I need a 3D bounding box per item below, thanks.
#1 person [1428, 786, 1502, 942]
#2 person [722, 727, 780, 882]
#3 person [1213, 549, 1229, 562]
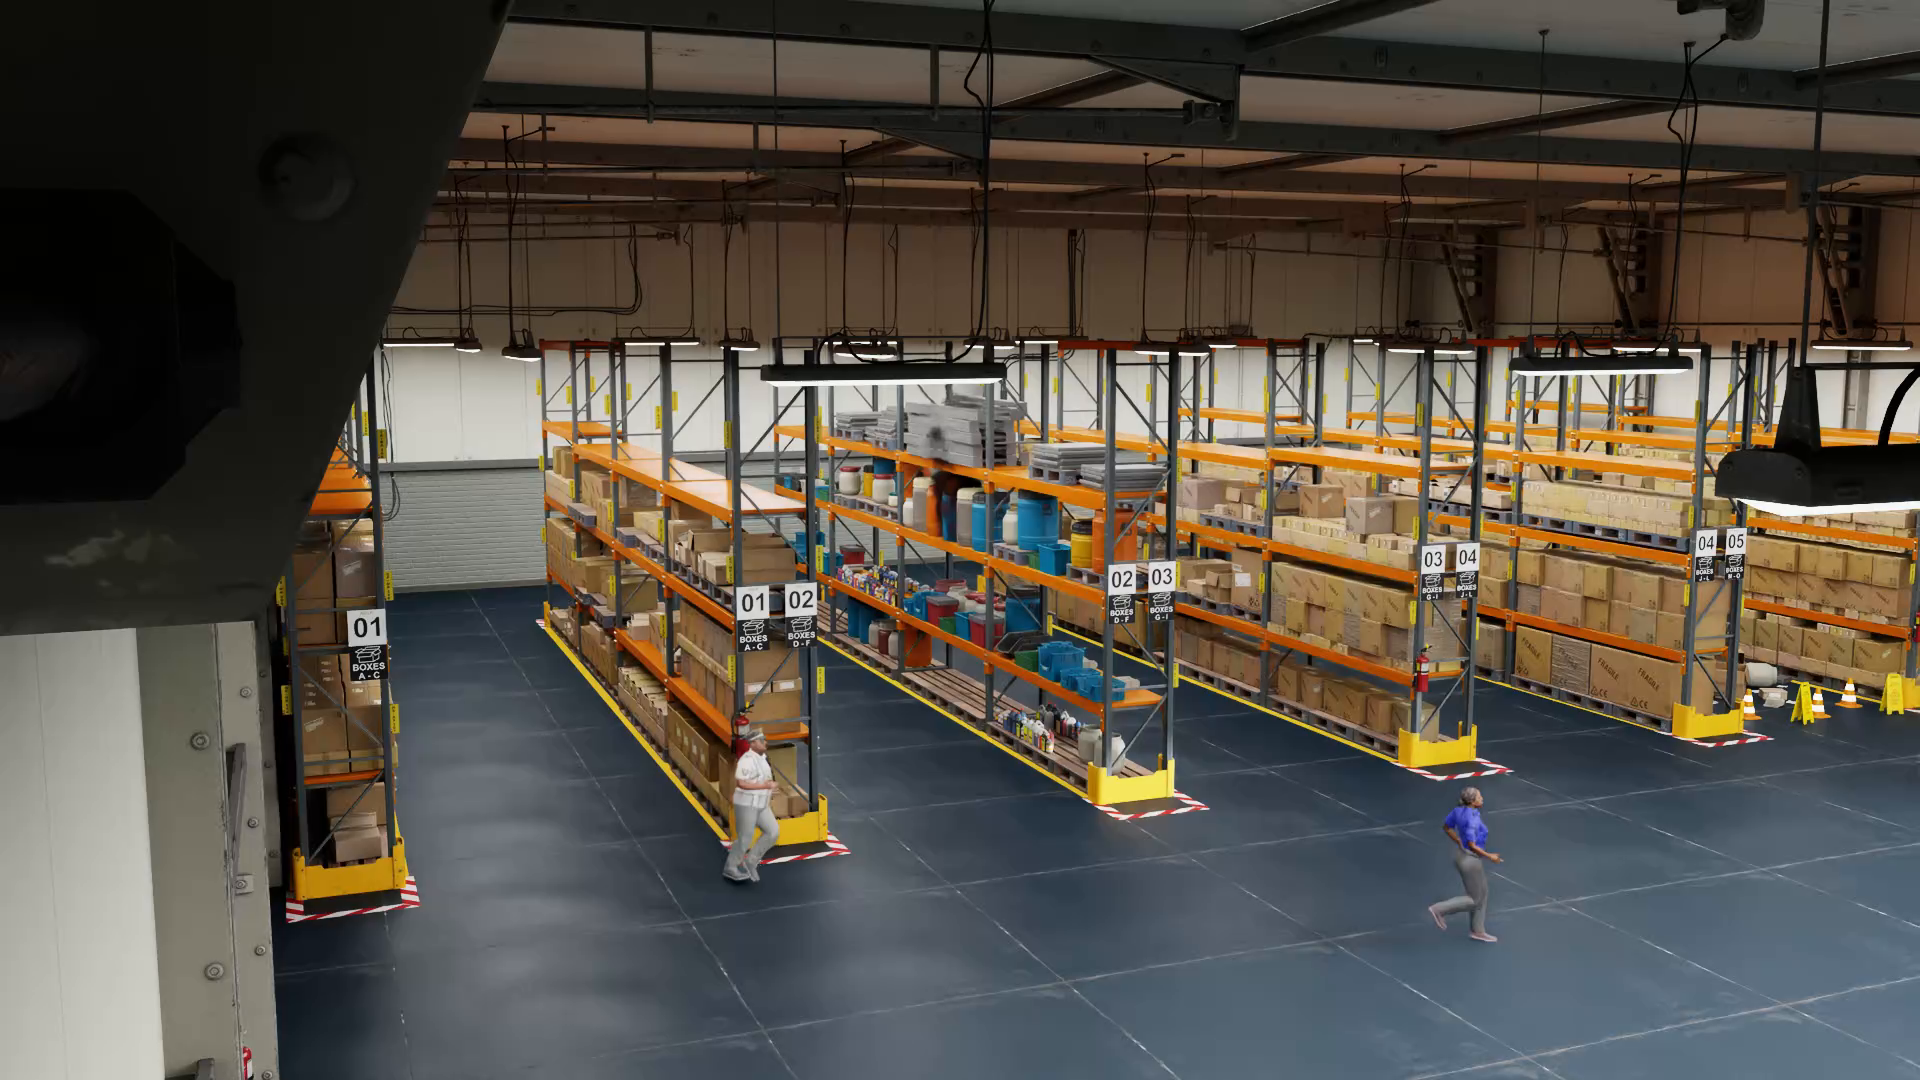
[{"bbox_3d":[5.171,3.333,17.072,0.752,1.650,0.590,0,7,-3],"label":"person"},{"bbox_3d":[-2.312,3.022,18.956,0.701,1.804,0.662,3,8,22],"label":"person"},{"bbox_3d":[6.481,0.218,41.471,0.537,1.484,0.705,4,9,30],"label":"person"}]
